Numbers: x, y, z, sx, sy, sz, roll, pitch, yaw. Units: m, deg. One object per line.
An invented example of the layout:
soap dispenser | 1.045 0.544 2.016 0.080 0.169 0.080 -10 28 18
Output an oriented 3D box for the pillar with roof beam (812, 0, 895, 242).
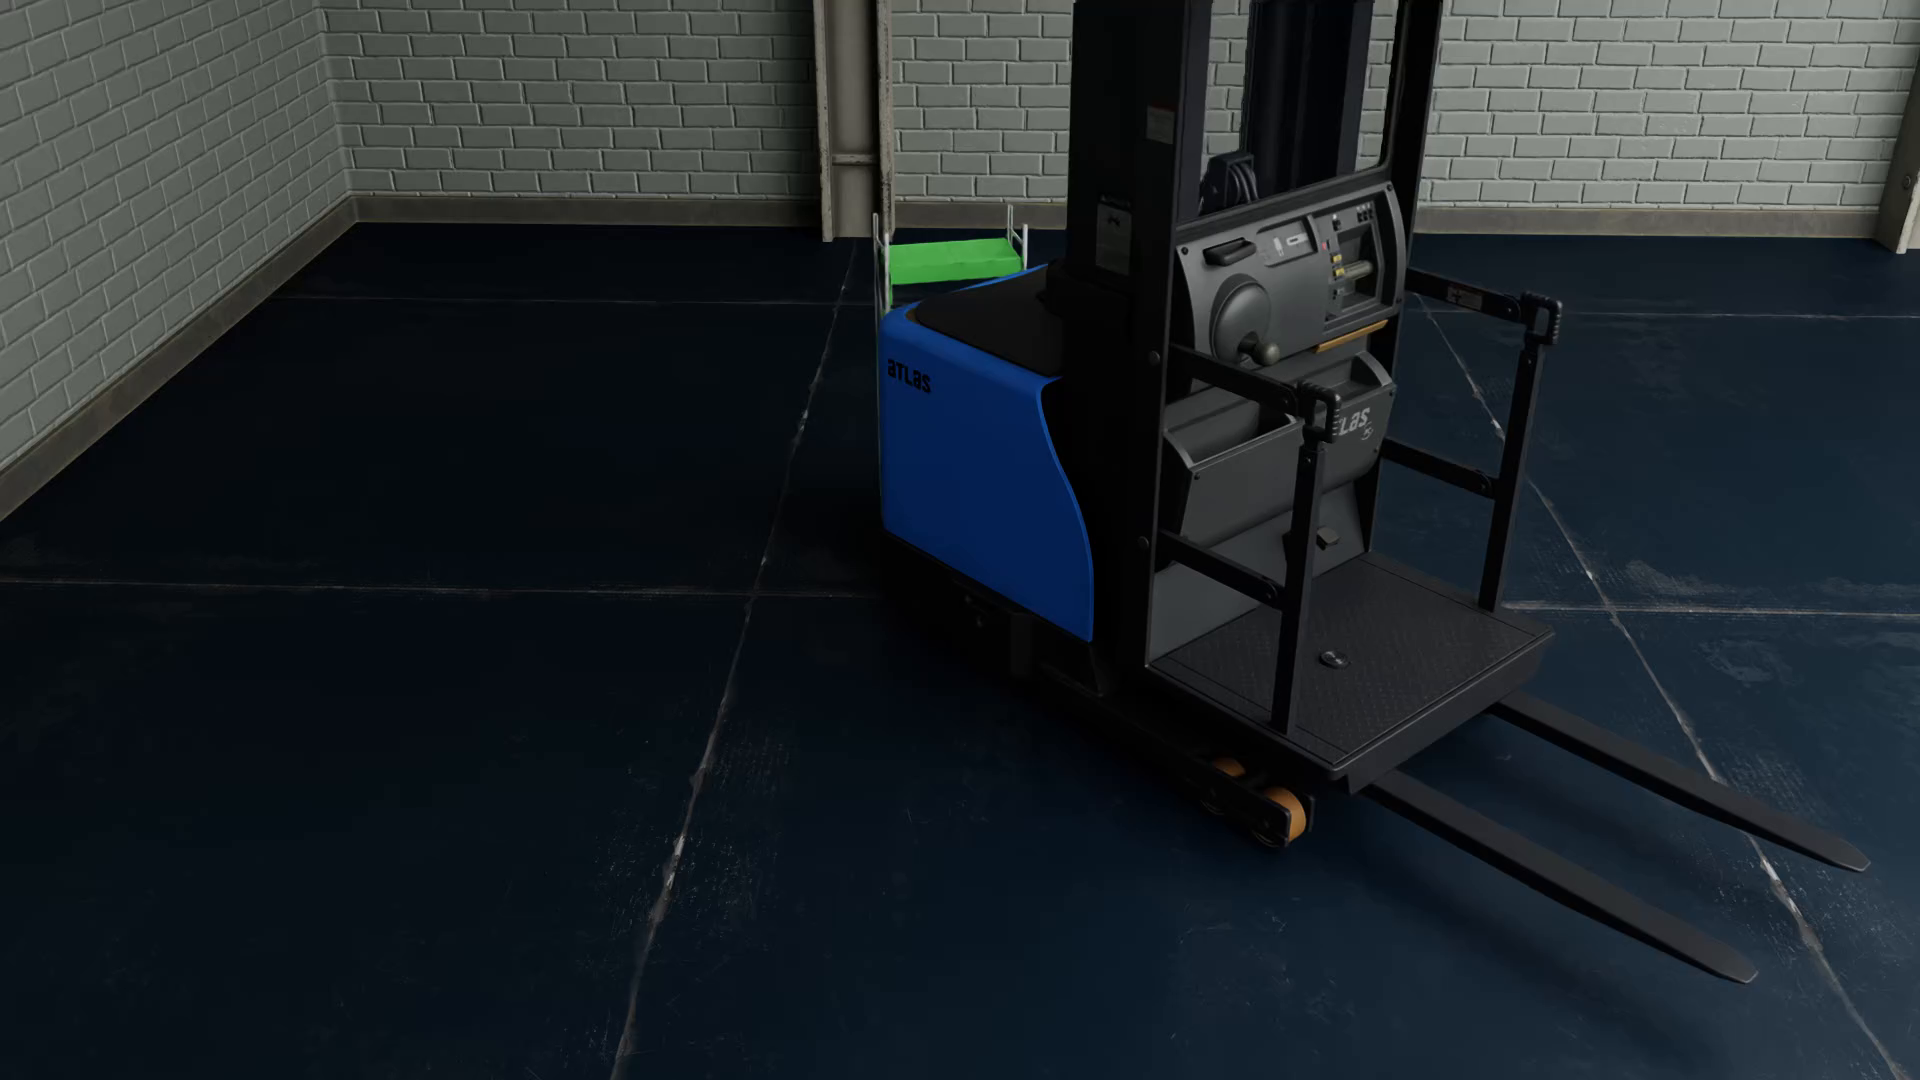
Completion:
pillar with roof beam | -0.733 -3.726 3.671 0.400 9.000 9.100 1 28 2

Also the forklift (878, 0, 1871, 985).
forklift | 1.070 -0.708 4.457 1.130 2.935 3.031 -22 35 -36

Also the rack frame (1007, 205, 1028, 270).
rack frame | 0.202 -0.615 6.130 0.015 1.200 0.240 -6 28 -11

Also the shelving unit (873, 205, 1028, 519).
shelving unit | -0.036 -0.591 6.084 0.503 1.200 0.258 -6 28 -11

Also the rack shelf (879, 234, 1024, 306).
rack shelf | -0.036 -0.959 5.889 0.480 0.148 0.258 -6 28 -11

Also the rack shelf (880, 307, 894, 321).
rack shelf | -0.036 -0.747 6.001 0.480 0.148 0.258 -6 28 -11

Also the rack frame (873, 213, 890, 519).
rack frame | -0.275 -0.567 6.038 0.015 1.200 0.240 -6 28 -11

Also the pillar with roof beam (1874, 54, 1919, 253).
pillar with roof beam | 5.263 -3.627 3.484 0.400 9.000 9.100 1 28 2
